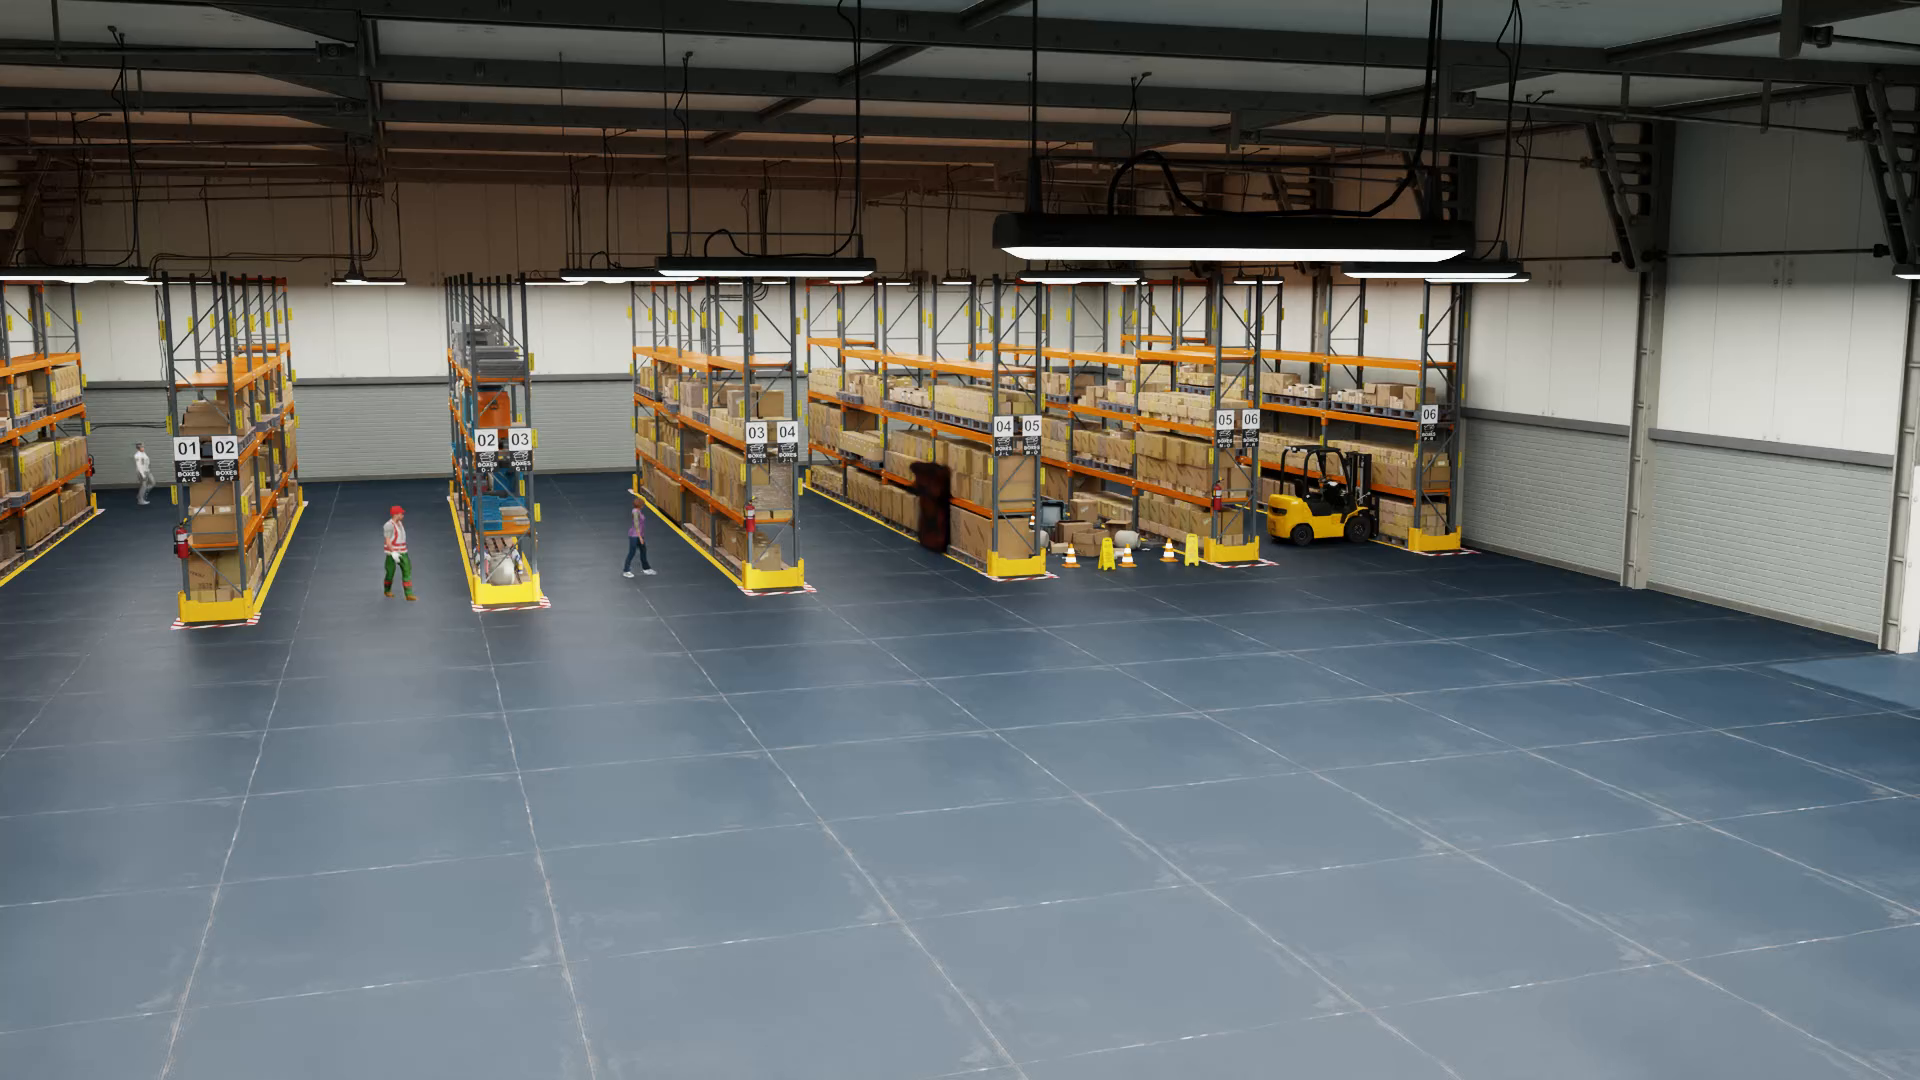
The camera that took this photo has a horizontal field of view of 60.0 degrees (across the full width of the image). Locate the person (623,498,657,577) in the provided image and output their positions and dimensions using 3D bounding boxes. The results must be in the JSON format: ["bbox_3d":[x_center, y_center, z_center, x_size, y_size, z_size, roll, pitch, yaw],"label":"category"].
[{"bbox_3d":[-6.430,-0.063,33.250,0.590,1.591,0.567,1,9,5],"label":"person"}]

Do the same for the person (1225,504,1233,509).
[{"bbox_3d":[6.672,-1.327,41.506,0.434,1.640,0.490,0,9,1],"label":"person"}]

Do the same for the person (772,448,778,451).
[{"bbox_3d":[-5.403,-2.528,49.312,0.521,1.630,0.845,1,9,6],"label":"person"}]

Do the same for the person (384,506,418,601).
[{"bbox_3d":[-10.378,0.248,30.605,0.468,1.745,1.005,-8,12,-41],"label":"person"}]

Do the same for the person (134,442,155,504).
[{"bbox_3d":[-21.674,-1.781,44.200,0.418,1.670,0.501,-1,9,-9],"label":"person"}]
